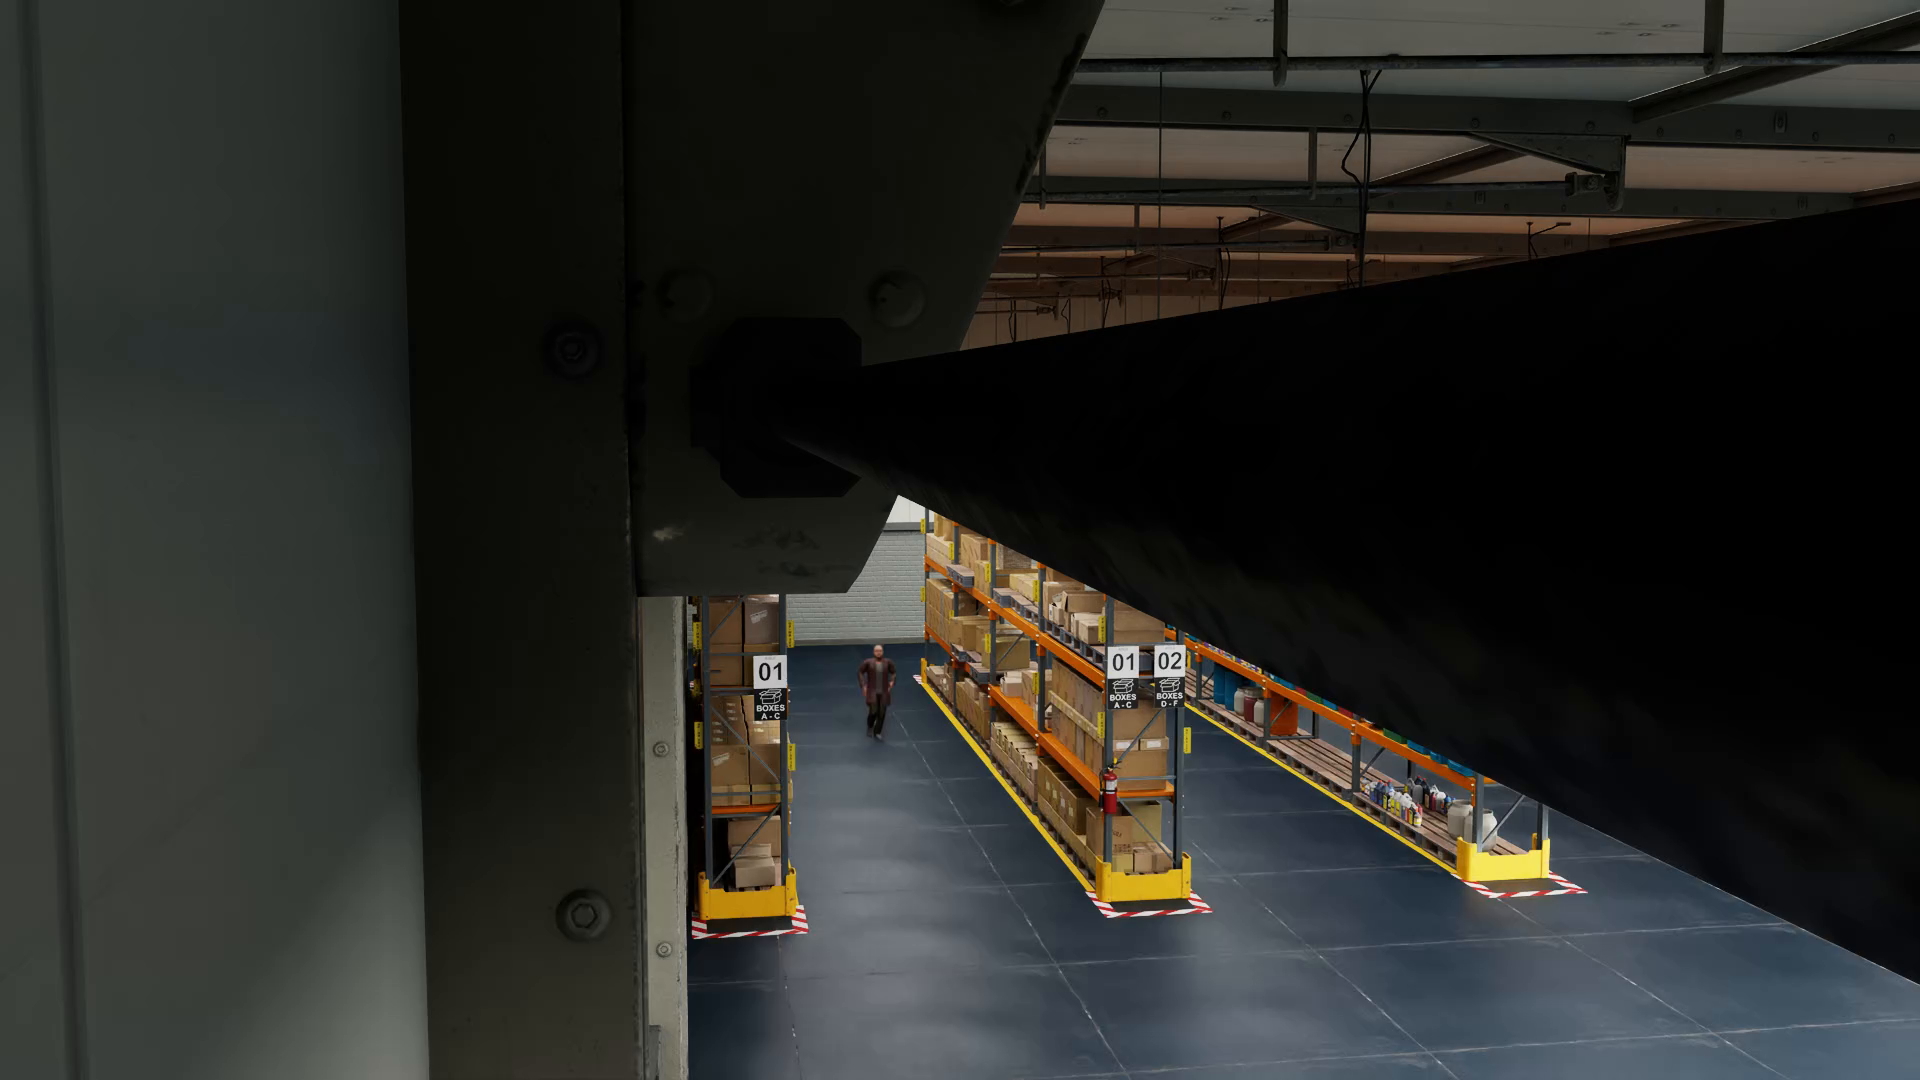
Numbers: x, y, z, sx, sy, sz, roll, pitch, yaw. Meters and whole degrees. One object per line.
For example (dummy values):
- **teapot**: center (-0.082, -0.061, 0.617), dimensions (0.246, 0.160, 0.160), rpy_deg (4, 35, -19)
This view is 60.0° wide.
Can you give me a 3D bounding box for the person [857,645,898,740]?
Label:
- **person**: center (-1.482, 2.789, 30.377), dimensions (0.722, 1.746, 0.614), rpy_deg (-1, 5, -14)
